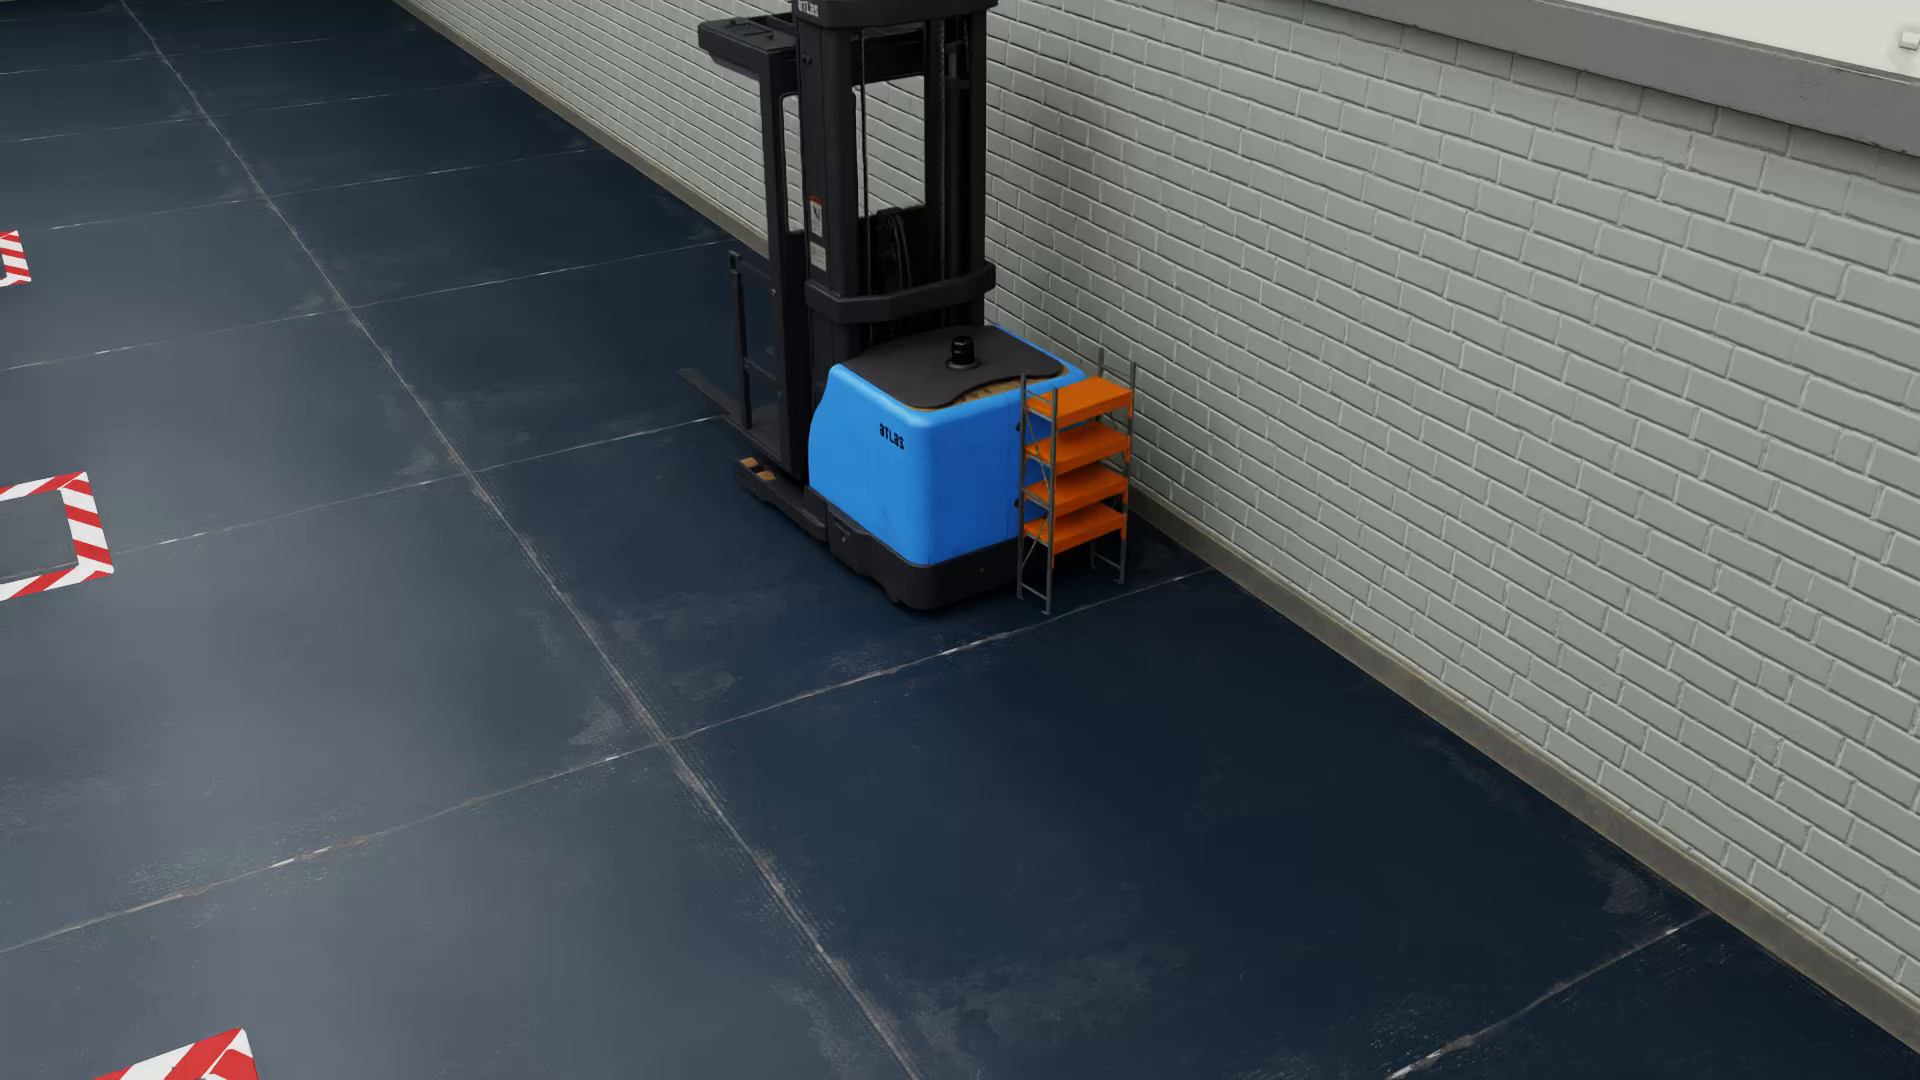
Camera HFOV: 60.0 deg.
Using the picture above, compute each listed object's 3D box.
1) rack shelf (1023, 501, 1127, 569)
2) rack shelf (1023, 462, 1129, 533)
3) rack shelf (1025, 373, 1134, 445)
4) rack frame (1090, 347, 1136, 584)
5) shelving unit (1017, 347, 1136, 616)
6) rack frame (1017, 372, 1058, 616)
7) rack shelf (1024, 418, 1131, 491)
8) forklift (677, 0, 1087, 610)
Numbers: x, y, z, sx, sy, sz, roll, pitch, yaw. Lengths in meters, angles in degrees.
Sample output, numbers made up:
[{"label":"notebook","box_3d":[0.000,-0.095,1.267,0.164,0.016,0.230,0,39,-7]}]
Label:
[{"label":"rack shelf","box_3d":[0.553,-0.043,8.136,0.480,0.148,0.258,-21,35,-33]},{"label":"rack shelf","box_3d":[0.553,-0.216,8.040,0.480,0.148,0.258,-21,35,-33]},{"label":"rack shelf","box_3d":[0.553,-0.619,7.817,0.480,0.148,0.258,-21,35,-33]},{"label":"rack frame","box_3d":[0.744,-0.349,8.140,0.015,1.200,0.240,-21,35,-33]},{"label":"shelving unit","box_3d":[0.553,-0.275,8.007,0.503,1.200,0.258,-21,35,-33]},{"label":"rack frame","box_3d":[0.362,-0.202,7.874,0.015,1.200,0.240,-21,35,-33]},{"label":"rack shelf","box_3d":[0.553,-0.412,7.932,0.480,0.148,0.258,-21,35,-33]},{"label":"forklift","box_3d":[-0.609,-1.612,8.638,1.130,2.935,3.031,-18,34,-29]}]
